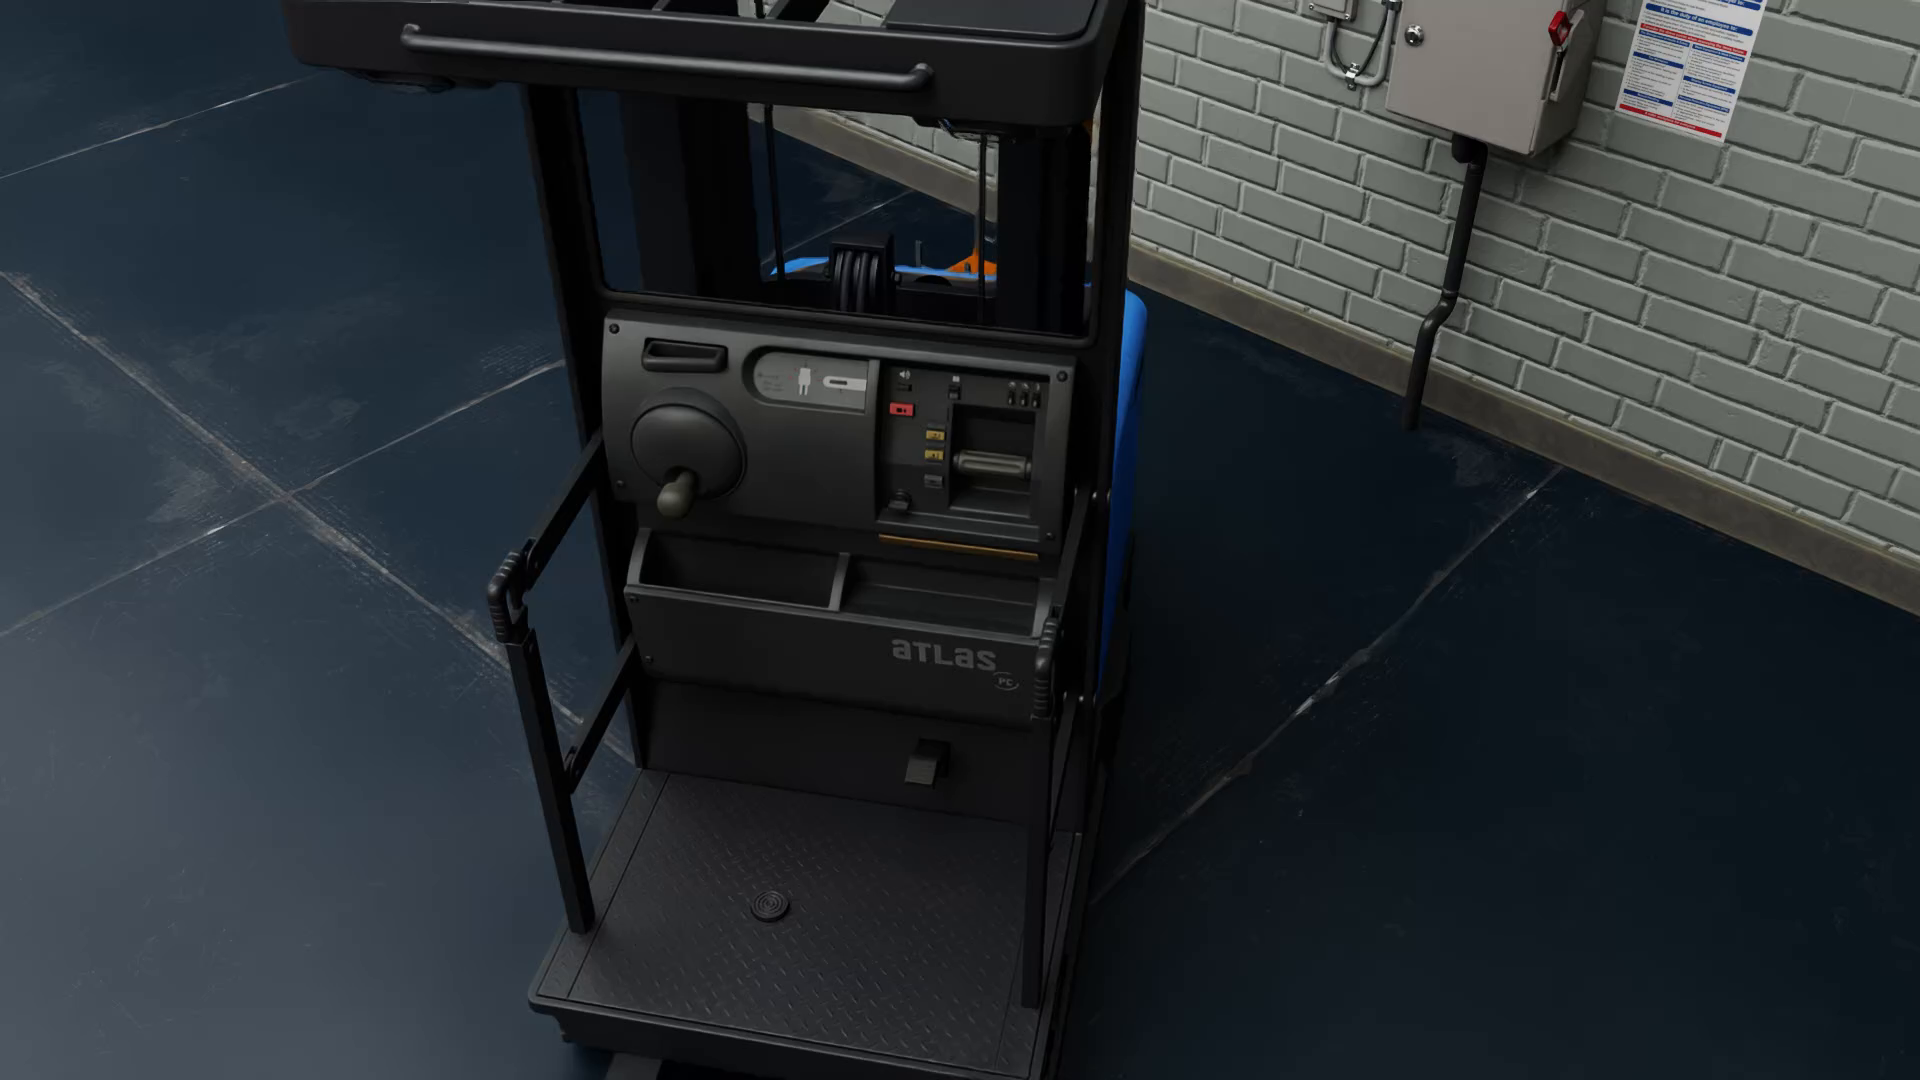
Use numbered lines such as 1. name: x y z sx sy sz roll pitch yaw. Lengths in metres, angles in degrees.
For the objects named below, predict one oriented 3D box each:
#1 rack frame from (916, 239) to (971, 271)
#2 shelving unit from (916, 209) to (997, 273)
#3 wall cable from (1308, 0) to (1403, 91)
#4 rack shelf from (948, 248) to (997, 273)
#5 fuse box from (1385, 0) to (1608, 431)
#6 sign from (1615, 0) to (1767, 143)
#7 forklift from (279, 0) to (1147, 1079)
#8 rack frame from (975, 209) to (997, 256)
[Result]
1. rack frame: -0.046 -0.379 4.884 0.200 1.050 0.008 30 47 32
2. shelving unit: 0.036 -0.436 4.954 0.215 1.050 0.252 30 47 32
3. wall cable: 1.151 -2.299 4.915 0.588 1.984 0.122 30 47 32
4. rack shelf: 0.036 -0.649 4.784 0.215 0.259 0.240 30 47 32
5. fuse box: 1.549 -1.038 5.181 0.539 1.711 0.414 30 47 32
6. sign: 2.053 -1.393 4.668 0.329 0.494 0.001 30 47 32
7. forklift: -0.286 -0.132 3.061 1.130 2.935 3.031 7 39 9
8. rack frame: 0.118 -0.492 5.025 0.200 1.050 0.008 30 47 32
